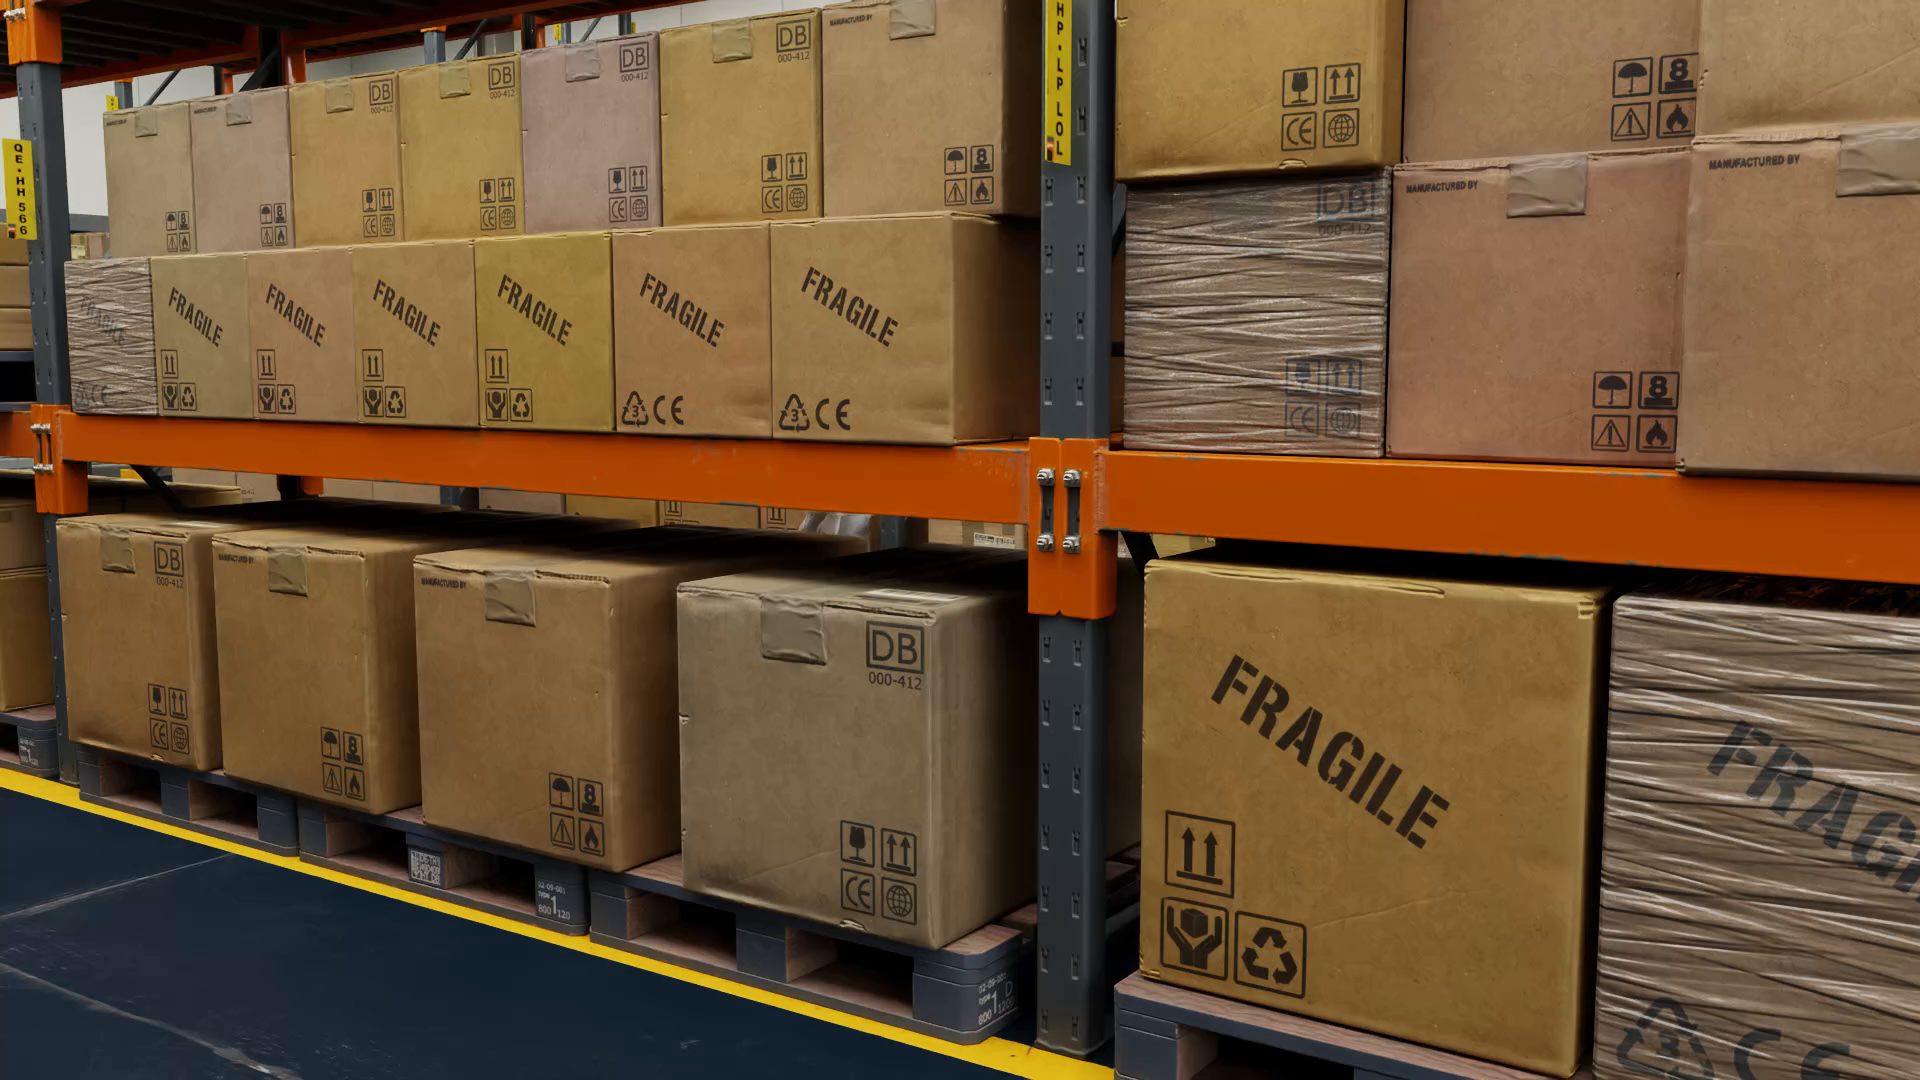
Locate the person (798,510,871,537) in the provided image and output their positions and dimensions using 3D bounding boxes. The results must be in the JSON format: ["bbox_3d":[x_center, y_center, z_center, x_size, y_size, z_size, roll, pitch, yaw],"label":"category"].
[{"bbox_3d":[-0.489,-0.064,6.585,0.377,1.704,0.562,-1,6,-8],"label":"person"}]
